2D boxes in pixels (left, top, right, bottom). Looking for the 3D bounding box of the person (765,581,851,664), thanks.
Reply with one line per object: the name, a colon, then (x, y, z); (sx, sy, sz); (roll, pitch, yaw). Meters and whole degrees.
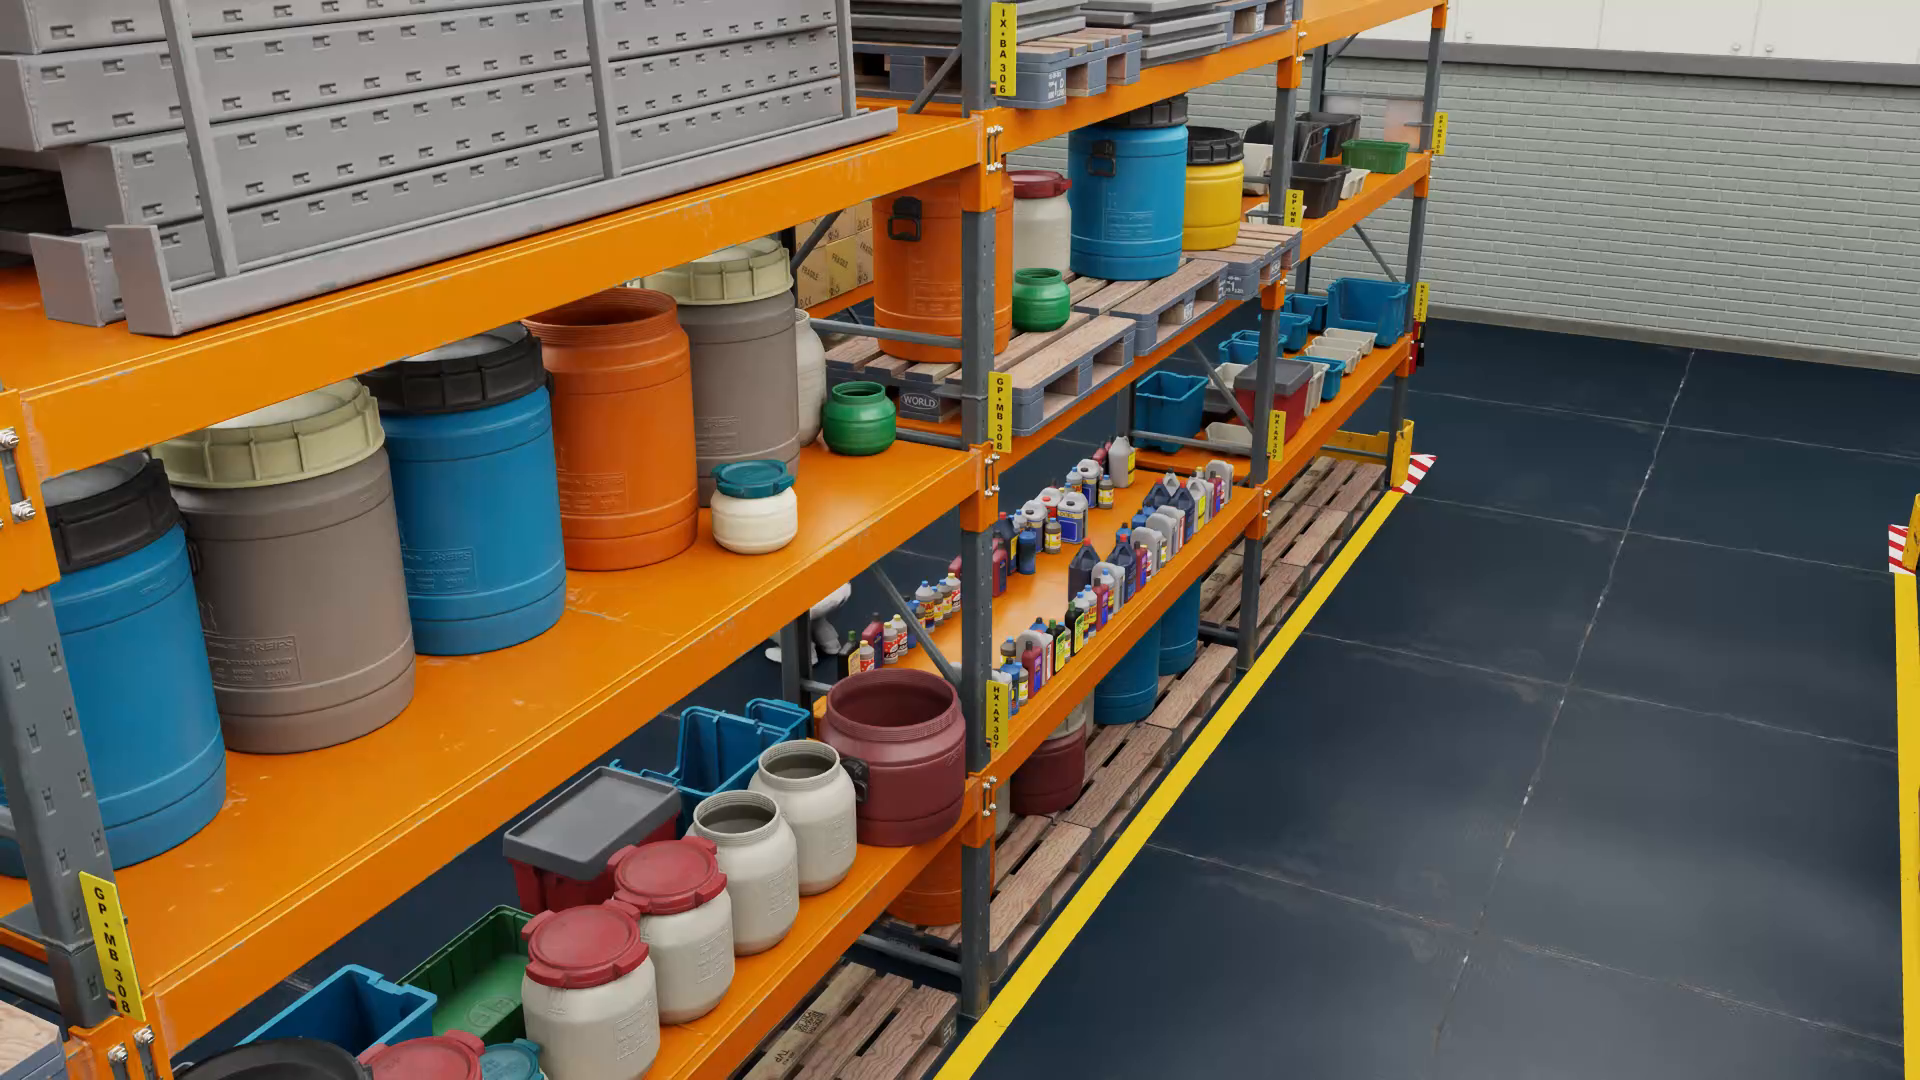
person: (-1.168, 0.400, 11.142); (0.929, 0.814, 0.570); (10, 25, 24)
